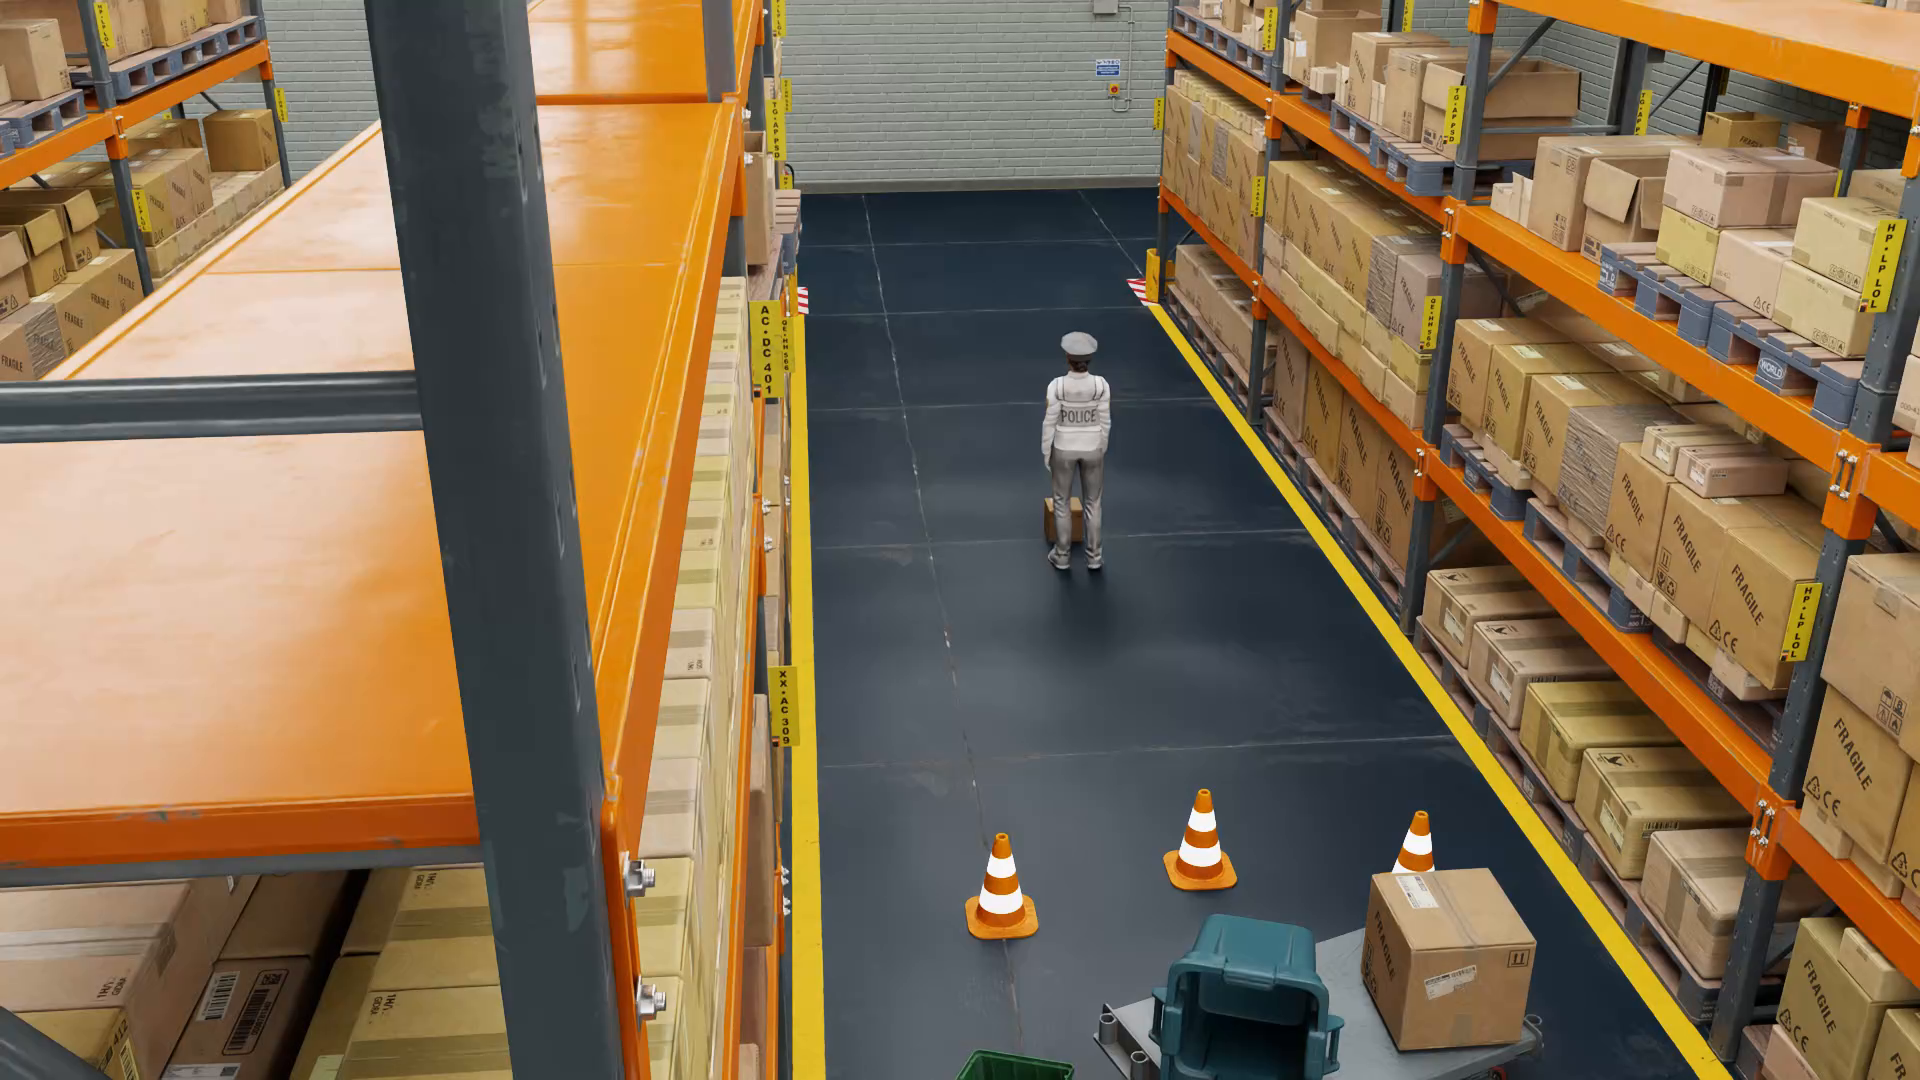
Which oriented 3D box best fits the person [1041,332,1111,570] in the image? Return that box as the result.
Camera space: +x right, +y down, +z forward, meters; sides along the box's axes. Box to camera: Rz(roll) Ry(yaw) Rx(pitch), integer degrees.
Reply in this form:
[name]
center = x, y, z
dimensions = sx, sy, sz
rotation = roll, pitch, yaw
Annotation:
[person]
center = 0.792, -0.601, 11.451
dimensions = 0.468, 1.695, 0.347
rotation = -2, 24, -4
